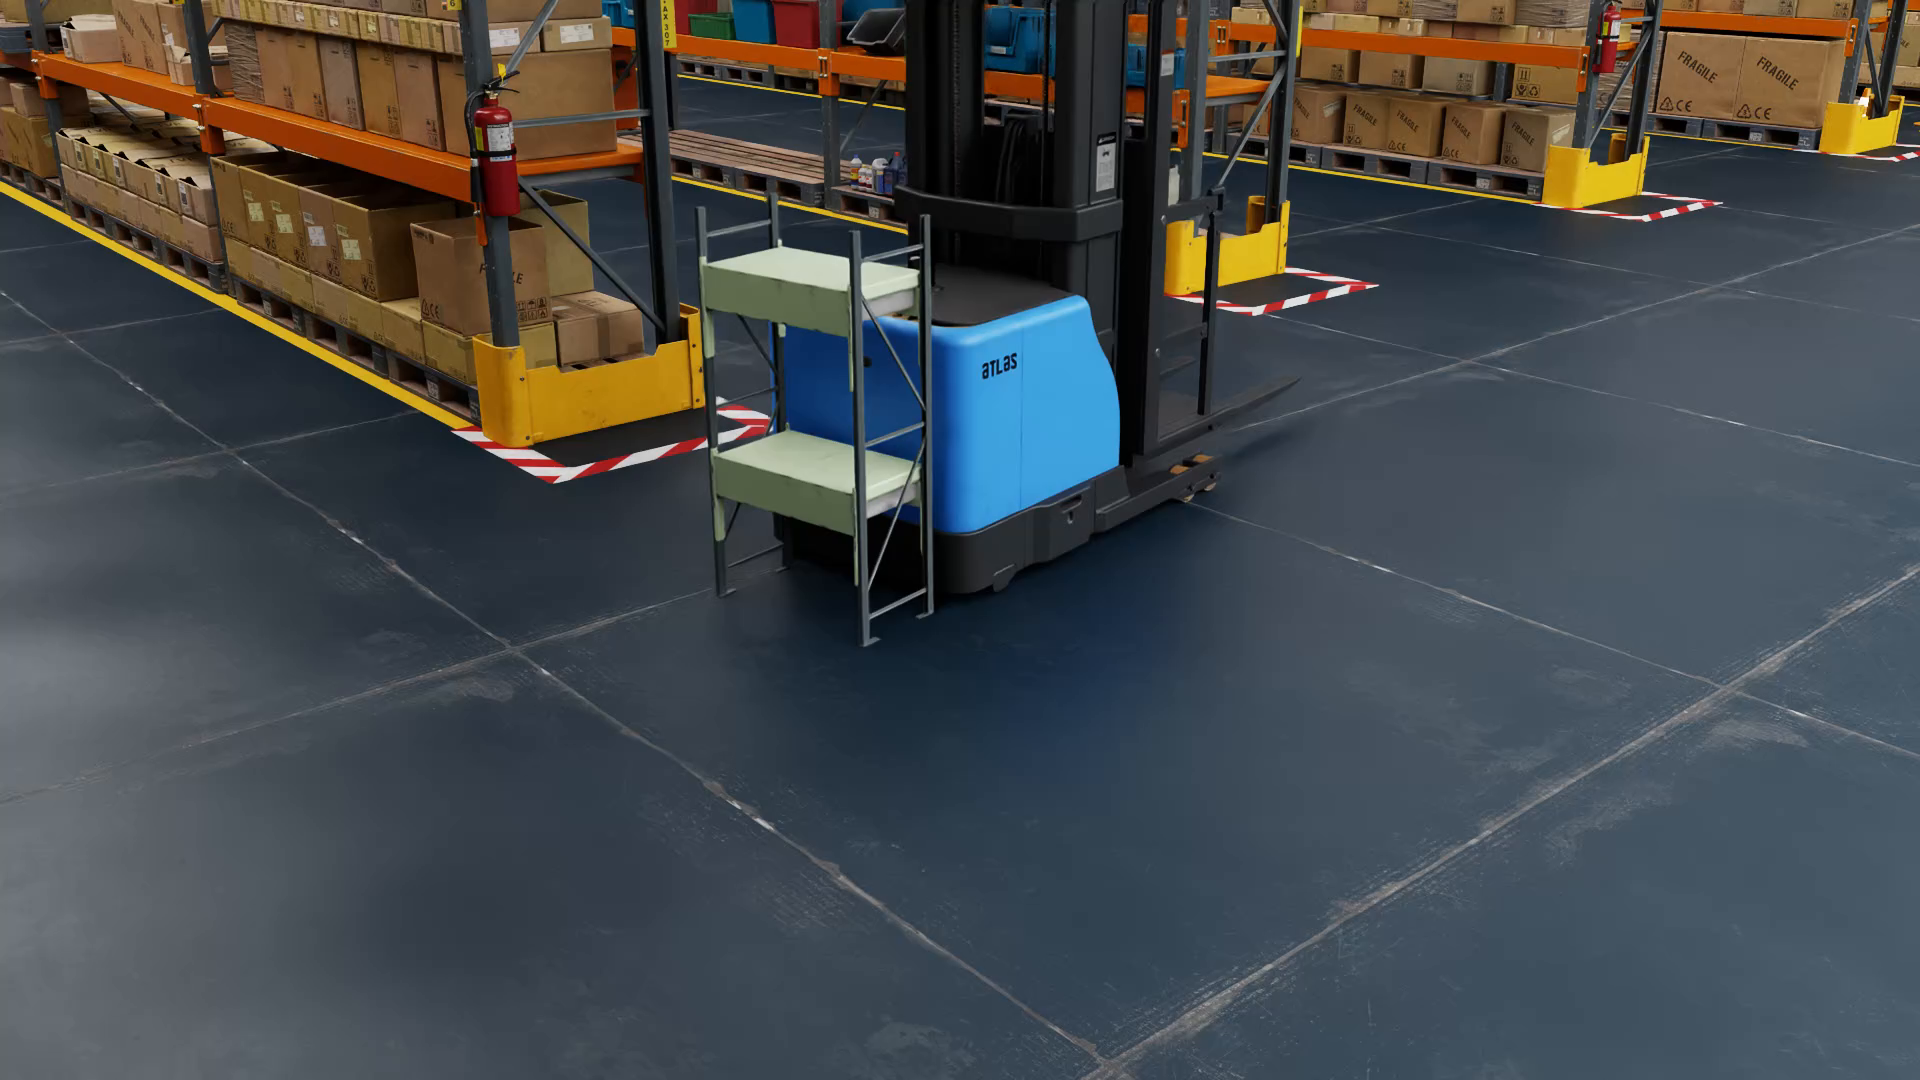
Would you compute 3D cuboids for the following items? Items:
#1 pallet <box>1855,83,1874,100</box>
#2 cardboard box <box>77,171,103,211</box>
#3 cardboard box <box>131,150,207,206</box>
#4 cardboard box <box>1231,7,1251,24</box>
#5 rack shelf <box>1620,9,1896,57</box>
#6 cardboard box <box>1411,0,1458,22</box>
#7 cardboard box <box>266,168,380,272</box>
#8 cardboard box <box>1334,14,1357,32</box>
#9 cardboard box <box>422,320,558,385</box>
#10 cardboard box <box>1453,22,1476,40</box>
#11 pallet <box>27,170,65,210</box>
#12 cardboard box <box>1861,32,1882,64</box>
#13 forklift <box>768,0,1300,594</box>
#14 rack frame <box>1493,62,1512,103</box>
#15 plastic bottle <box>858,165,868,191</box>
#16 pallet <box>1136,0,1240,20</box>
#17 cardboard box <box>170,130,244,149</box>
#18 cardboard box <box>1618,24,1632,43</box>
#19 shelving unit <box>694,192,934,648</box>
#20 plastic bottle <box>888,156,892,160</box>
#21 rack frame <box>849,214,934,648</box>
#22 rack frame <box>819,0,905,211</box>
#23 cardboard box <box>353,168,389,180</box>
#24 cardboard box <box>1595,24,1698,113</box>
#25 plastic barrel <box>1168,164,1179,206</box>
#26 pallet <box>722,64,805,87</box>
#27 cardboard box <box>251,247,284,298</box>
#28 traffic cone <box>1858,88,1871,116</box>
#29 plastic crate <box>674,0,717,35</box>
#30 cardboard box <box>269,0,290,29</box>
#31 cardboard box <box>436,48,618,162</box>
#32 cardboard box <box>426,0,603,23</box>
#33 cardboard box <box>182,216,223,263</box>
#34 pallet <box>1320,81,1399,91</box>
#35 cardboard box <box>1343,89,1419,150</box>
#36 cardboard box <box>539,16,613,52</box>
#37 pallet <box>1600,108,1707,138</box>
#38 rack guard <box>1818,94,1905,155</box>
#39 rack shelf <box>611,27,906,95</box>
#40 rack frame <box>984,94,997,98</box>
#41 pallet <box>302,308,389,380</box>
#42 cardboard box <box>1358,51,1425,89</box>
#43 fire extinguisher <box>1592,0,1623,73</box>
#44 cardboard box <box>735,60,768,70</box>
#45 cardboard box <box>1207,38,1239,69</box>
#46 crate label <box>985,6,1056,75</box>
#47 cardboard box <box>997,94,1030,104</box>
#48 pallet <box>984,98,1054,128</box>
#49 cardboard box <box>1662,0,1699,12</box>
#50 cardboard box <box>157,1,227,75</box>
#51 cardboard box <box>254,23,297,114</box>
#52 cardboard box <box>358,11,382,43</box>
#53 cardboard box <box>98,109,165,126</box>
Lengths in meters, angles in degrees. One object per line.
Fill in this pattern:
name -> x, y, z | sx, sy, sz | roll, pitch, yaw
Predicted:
pallet -> 11.791, -6.039, 22.114 | 1.003, 0.211, 1.213 | -17, 27, -37
cardboard box -> -6.653, -2.803, 13.222 | 0.500, 0.250, 0.500 | -18, 28, -39
cardboard box -> -5.640, -2.636, 12.028 | 0.500, 0.311, 0.500 | -18, 27, -38
cardboard box -> 2.930, -5.245, 16.607 | 0.380, 0.149, 0.250 | -17, 27, -37
rack shelf -> 8.146, -5.758, 18.559 | 1.077, 0.370, 4.000 | -17, 27, -37
cardboard box -> 4.579, -4.989, 15.065 | 0.875, 0.500, 0.500 | -17, 27, -37
cardboard box -> -3.772, -1.921, 9.942 | 0.500, 0.500, 0.500 | -17, 27, -37
cardboard box -> 3.764, -4.905, 15.740 | 0.380, 0.149, 0.250 | -17, 27, -37
cardboard box -> -2.453, -1.024, 8.679 | 0.500, 0.250, 0.500 | -17, 27, -37
cardboard box -> 4.638, -4.578, 14.904 | 0.380, 0.149, 0.250 | -17, 27, -37
pallet -> -7.560, -3.158, 14.757 | 1.003, 0.211, 1.213 | -17, 27, -37
cardboard box -> 11.748, -6.455, 21.518 | 0.500, 0.500, 0.500 | -18, 28, -39
forklift -> 0.540, -1.630, 7.127 | 1.130, 2.935, 3.031 | 16, 27, 35
rack frame -> 6.841, -6.646, 19.839 | 1.000, 3.000, 0.127 | -17, 27, -37
plastic bottle -> -0.793, -2.995, 13.752 | 0.097, 0.201, 0.097 | 0, 21, 0
pallet -> 2.629, -5.649, 17.558 | 1.003, 0.211, 1.213 | -17, 27, -37
cardboard box -> -5.901, -3.049, 13.081 | 0.500, 0.311, 0.500 | -18, 27, -38
cardboard box -> 5.623, -4.406, 14.466 | 0.380, 0.149, 0.250 | -17, 27, -37
shelving unit -> -0.521, -0.451, 6.078 | 0.755, 1.500, 0.431 | 16, 27, 35
plastic bottle -> -0.547, -3.004, 13.663 | 0.061, 0.283, 0.133 | -17, 27, -37
rack frame -> -0.233, -0.368, 5.867 | 0.023, 1.500, 0.400 | 16, 27, 35
rack frame -> -0.735, -4.314, 13.885 | 1.000, 3.000, 0.127 | -17, 27, -37
cardboard box -> -3.375, -2.046, 10.261 | 0.500, 0.500, 0.500 | -17, 27, -37
cardboard box -> 7.790, -5.413, 19.030 | 0.875, 0.875, 0.875 | -17, 27, -37
plastic barrel -> 1.389, -2.410, 11.858 | 0.421, 0.512, 0.421 | 0, 21, 0
pallet -> -2.642, -6.634, 23.631 | 1.003, 0.211, 1.213 | -17, 27, -37
cardboard box -> -4.094, -1.711, 10.435 | 0.500, 0.250, 0.500 | -17, 27, -37
traffic cone -> 10.181, -4.844, 18.717 | 0.336, 0.463, 0.334 | -17, 27, -37
plastic crate -> -2.523, -4.929, 15.369 | 0.402, 0.464, 0.583 | -17, 27, -37
cardboard box -> -3.794, -3.082, 9.713 | 0.380, 0.149, 0.250 | -19, 28, -39
cardboard box -> -2.174, -2.209, 8.374 | 0.700, 0.500, 0.500 | -17, 27, -37
cardboard box -> -2.208, -2.828, 8.175 | 0.700, 0.500, 0.500 | -17, 27, -37
cardboard box -> -4.980, -2.097, 11.418 | 0.500, 0.250, 0.500 | -18, 28, -38
pallet -> 5.480, -5.880, 21.707 | 1.003, 0.211, 1.213 | -17, 27, -37
cardboard box -> 4.092, -4.095, 16.179 | 0.500, 0.500, 0.500 | 19, 29, 40
cardboard box -> -1.972, -2.539, 8.327 | 0.380, 0.149, 0.250 | -18, 27, -38
pallet -> 8.078, -4.781, 18.902 | 1.003, 0.211, 1.213 | -17, 27, -37
rack guard -> 9.468, -4.370, 17.456 | 1.175, 0.500, 0.348 | -17, 27, -37
rack shelf -> -2.040, -4.531, 15.427 | 1.077, 0.370, 4.000 | -17, 27, -37
rack frame -> 0.406, -6.598, 19.717 | 1.000, 3.000, 0.127 | -17, 27, -37
pallet -> -3.202, -1.270, 9.938 | 1.003, 0.211, 1.213 | -17, 27, -37
cardboard box -> 5.741, -6.211, 21.238 | 1.050, 0.750, 0.750 | -17, 27, -37
fire extinguisher -> 5.354, -4.210, 13.727 | 0.296, 0.674, 0.183 | -17, 27, -37
cardboard box -> -2.575, -7.111, 23.364 | 0.875, 0.875, 0.875 | -17, 27, -37
cardboard box -> 3.602, -6.902, 23.345 | 0.500, 0.500, 0.500 | -18, 27, -38
crate label -> 0.470, -3.669, 12.191 | 0.502, 0.435, 0.616 | -17, 27, -37
cardboard box -> 0.859, -5.459, 19.632 | 0.700, 0.500, 0.500 | -19, 28, -40
pallet -> 0.915, -5.083, 19.673 | 1.003, 0.211, 1.213 | -17, 27, -37
cardboard box -> 8.152, -6.170, 18.419 | 0.875, 0.550, 0.500 | -17, 27, -37
cardboard box -> -5.323, -3.544, 11.782 | 0.500, 0.500, 0.500 | -15, 26, -34
cardboard box -> -3.846, -2.917, 10.181 | 0.700, 0.500, 0.500 | -18, 28, -38
cardboard box -> -2.946, -2.724, 8.800 | 0.380, 0.149, 0.250 | -16, 27, -36
cardboard box -> -7.181, -3.476, 14.569 | 0.500, 0.500, 0.500 | -16, 27, -35
